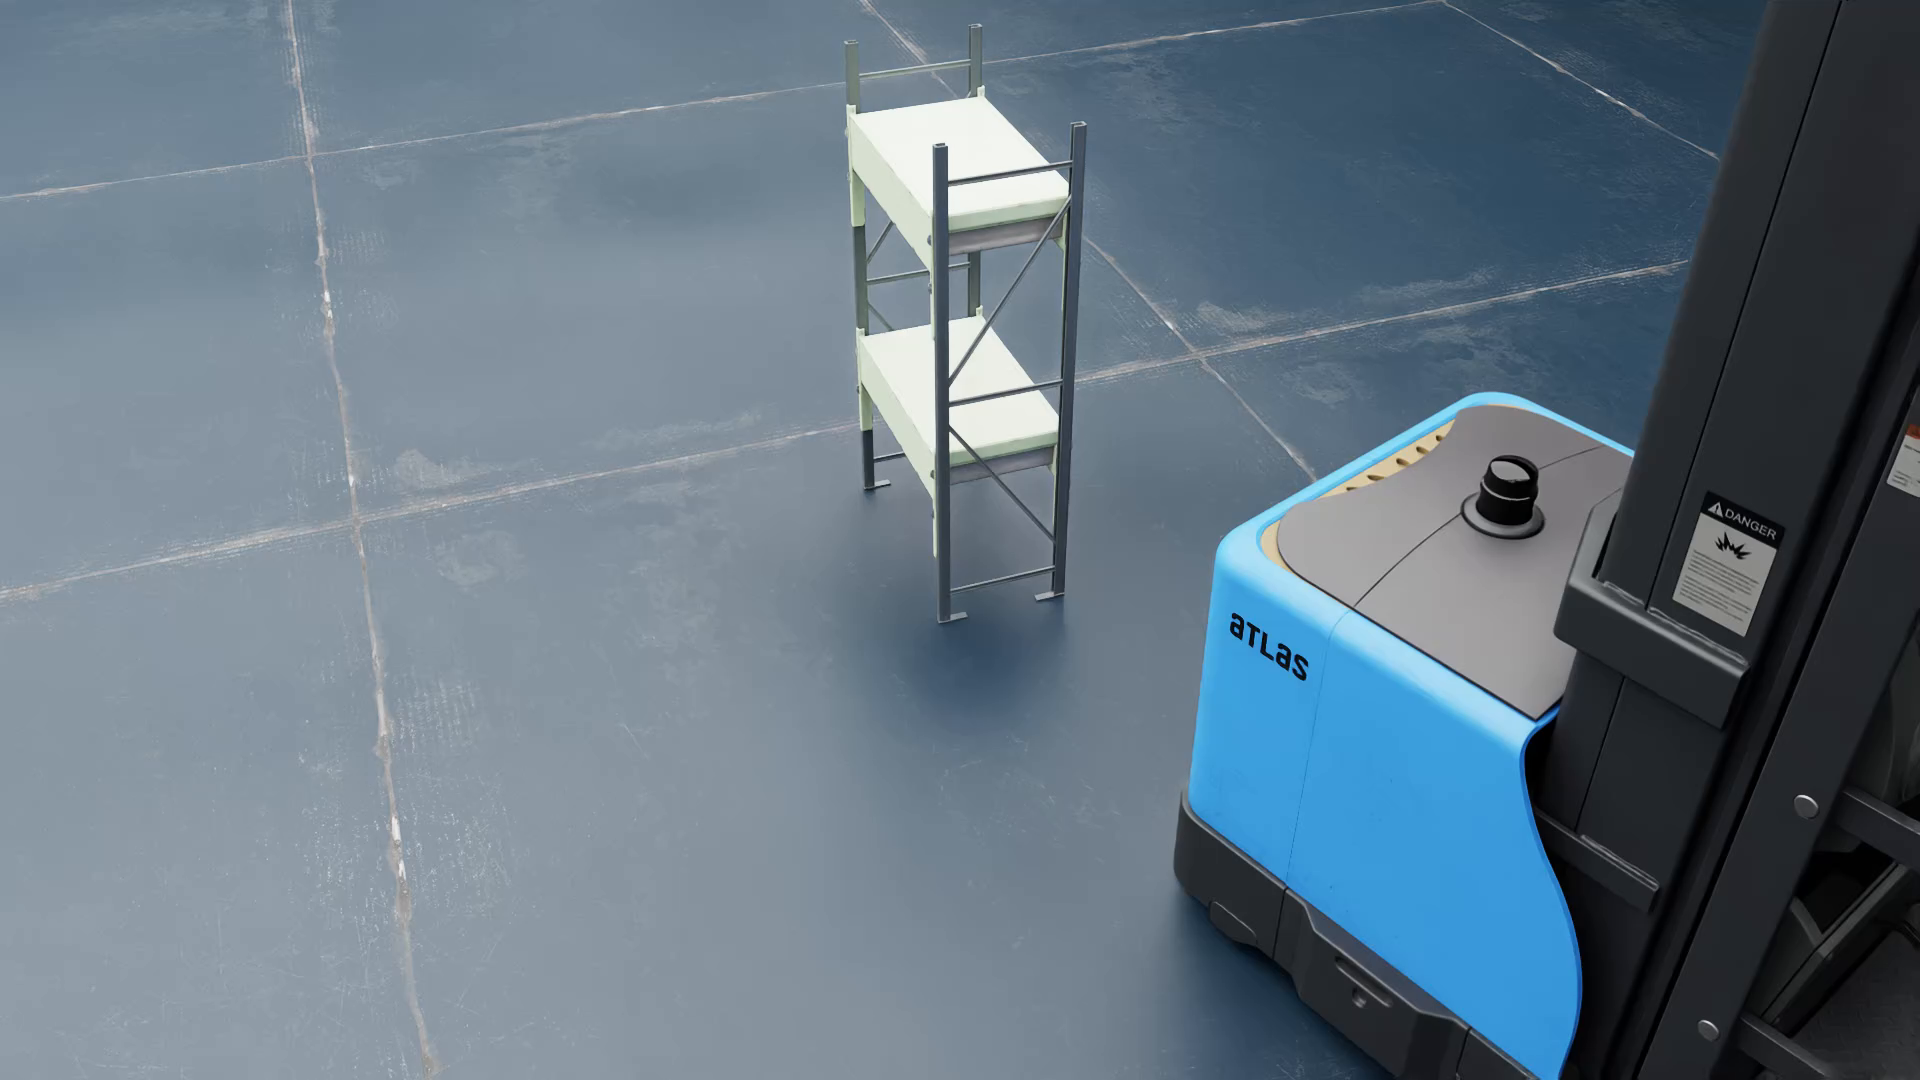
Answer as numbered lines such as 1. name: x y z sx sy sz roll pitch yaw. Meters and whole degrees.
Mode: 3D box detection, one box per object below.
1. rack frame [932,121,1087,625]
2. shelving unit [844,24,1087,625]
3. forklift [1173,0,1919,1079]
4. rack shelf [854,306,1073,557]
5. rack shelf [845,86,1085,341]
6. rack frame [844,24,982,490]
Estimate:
1. rack frame: 0.124 -0.396 4.529 0.400 1.500 0.023 -12 39 -16
2. shelving unit: -0.002 -0.603 4.804 0.431 1.500 0.755 -12 39 -16
3. forklift: 1.857 0.174 2.583 1.130 2.935 3.031 -27 45 -31
4. rack shelf: -0.002 -0.342 5.000 0.431 0.370 0.720 -12 39 -16
5. rack shelf: -0.002 -0.915 4.569 0.431 0.370 0.720 -12 39 -16
6. rack frame: -0.128 -0.810 5.078 0.400 1.500 0.023 -12 39 -16
